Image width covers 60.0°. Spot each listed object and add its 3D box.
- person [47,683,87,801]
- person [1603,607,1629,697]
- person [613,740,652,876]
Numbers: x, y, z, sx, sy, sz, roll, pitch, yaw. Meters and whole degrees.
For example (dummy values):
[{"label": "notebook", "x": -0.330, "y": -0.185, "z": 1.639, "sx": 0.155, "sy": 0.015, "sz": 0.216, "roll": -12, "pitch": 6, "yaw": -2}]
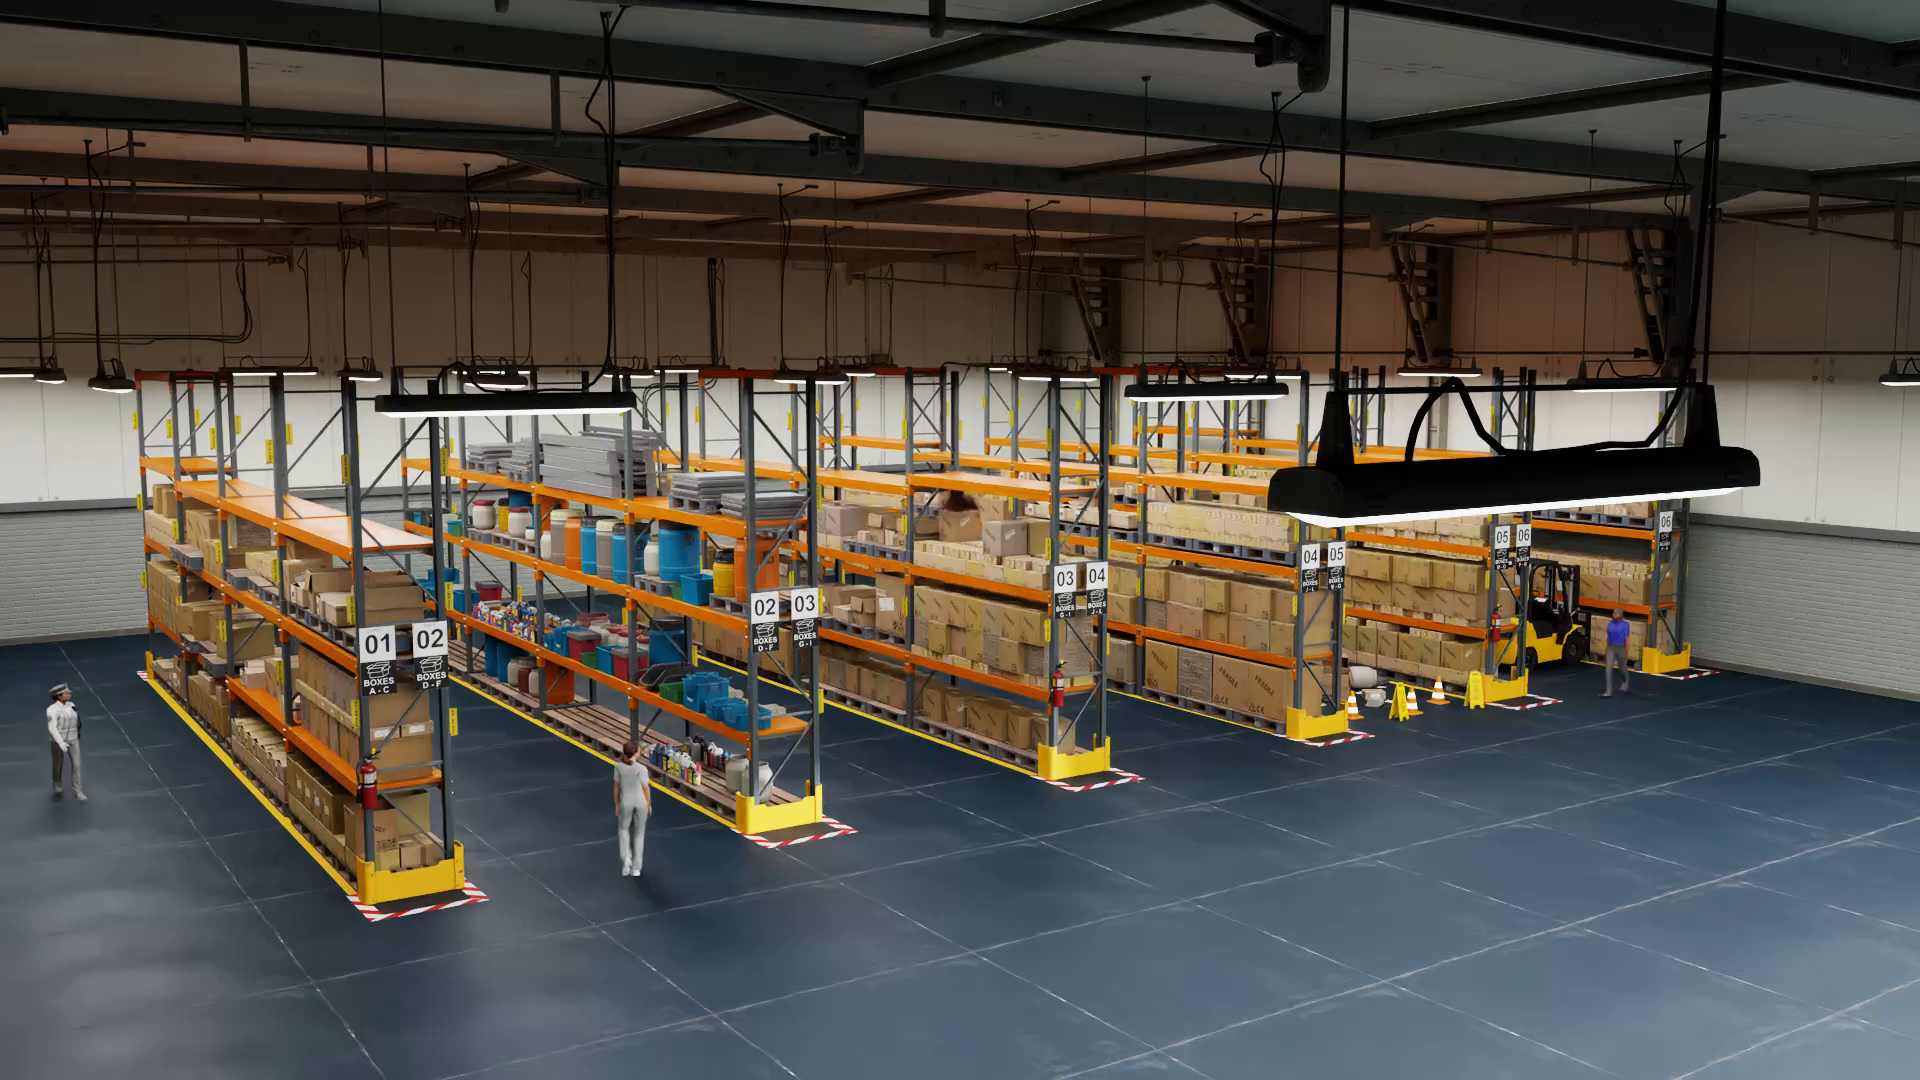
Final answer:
[{"label": "person", "x": -12.697, "y": 2.845, "z": 23.585, "sx": 0.431, "sy": 1.638, "sz": 0.947, "roll": -6, "pitch": 9, "yaw": -41}, {"label": "person", "x": 12.144, "y": 2.047, "z": 30.732, "sx": 0.420, "sy": 1.632, "sz": 0.827, "roll": 4, "pitch": 8, "yaw": 32}, {"label": "person", "x": -3.945, "y": 3.230, "z": 20.052, "sx": 0.456, "sy": 1.662, "sz": 0.485, "roll": -1, "pitch": 7, "yaw": -8}]
